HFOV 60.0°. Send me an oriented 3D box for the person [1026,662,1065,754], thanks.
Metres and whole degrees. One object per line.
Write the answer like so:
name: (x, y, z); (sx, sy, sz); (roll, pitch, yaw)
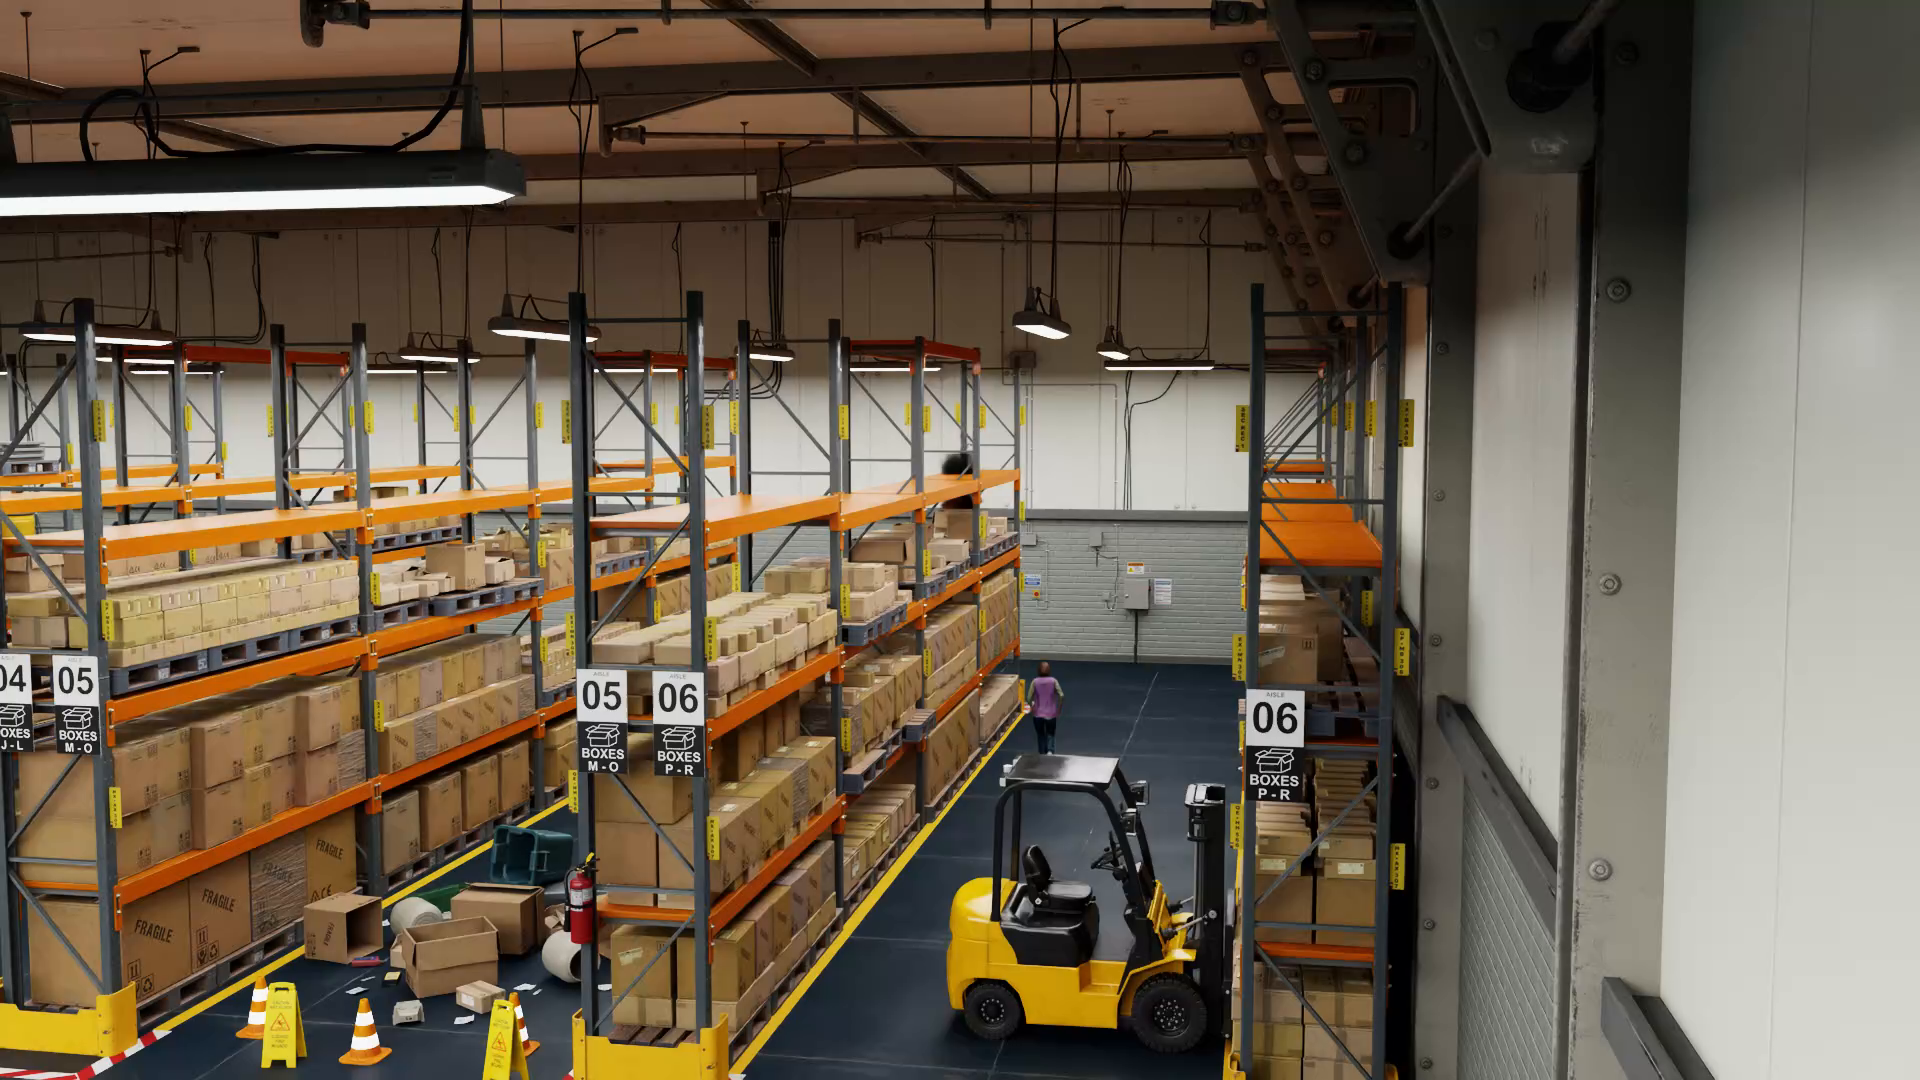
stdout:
person: (1.212, 2.499, 23.549); (0.546, 1.562, 0.496); (0, 5, 3)
